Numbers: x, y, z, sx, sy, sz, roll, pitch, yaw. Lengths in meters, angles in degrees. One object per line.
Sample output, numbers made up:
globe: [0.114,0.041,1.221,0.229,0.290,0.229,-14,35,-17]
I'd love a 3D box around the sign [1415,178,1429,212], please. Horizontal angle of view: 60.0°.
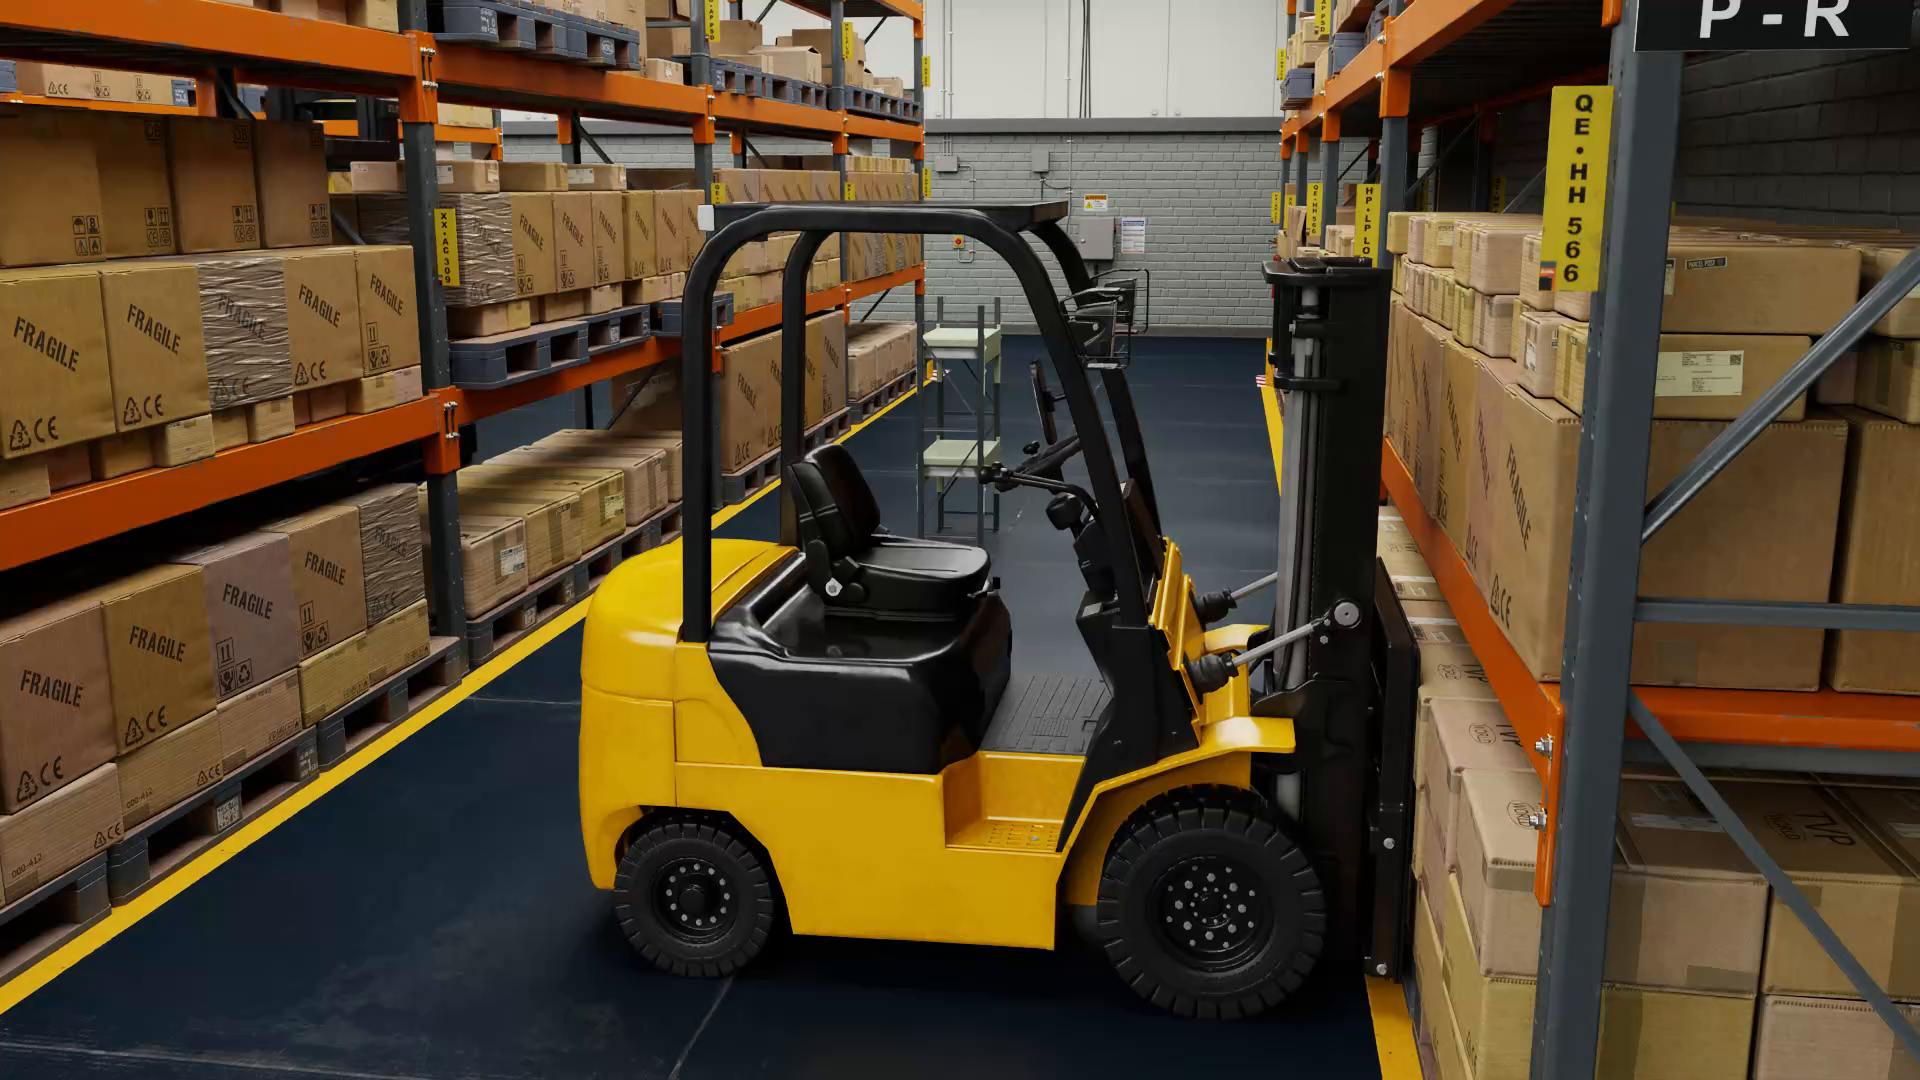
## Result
sign: [3.927,-2.911,14.130,0.100,0.325,0.005,2,12,9]

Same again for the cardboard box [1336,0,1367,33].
cardboard box: [2.411,-3.156,9.424,0.500,0.500,0.500,2,12,9]

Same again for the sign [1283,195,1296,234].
sign: [2.841,-2.801,14.315,0.100,0.325,0.005,2,12,9]

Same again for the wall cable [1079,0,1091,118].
wall cable: [3.174,-7.376,23.269,2.988,3.039,0.133,2,12,9]

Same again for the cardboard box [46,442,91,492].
cardboard box: [-2.898,-0.234,5.055,0.380,0.149,0.250,2,12,11]

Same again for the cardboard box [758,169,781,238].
cardboard box: [-1.663,-2.532,12.513,0.500,0.500,0.500,2,12,10]

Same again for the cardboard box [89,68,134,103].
cardboard box: [-6.628,-3.558,12.527,0.500,0.500,0.500,2,12,9]

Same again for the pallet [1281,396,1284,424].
pallet: [3.485,-1.141,15.289,1.003,0.211,1.213,2,12,9]

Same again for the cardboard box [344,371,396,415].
cardboard box: [-2.537,-0.605,6.776,0.380,0.149,0.250,2,12,10]

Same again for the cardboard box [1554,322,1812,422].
cardboard box: [1.309,-0.311,3.039,0.380,0.149,0.250,2,12,9]

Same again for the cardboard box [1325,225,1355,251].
cardboard box: [2.423,-1.838,10.126,0.380,0.149,0.250,2,12,10]

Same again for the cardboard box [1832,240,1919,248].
cardboard box: [1.898,-0.491,3.171,0.380,0.149,0.250,2,12,11]

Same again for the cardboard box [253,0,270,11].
cardboard box: [-2.731,-1.969,5.988,0.380,0.149,0.250,1,12,7]

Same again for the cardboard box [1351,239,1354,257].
cardboard box: [2.002,-1.303,7.644,0.380,0.149,0.250,1,12,7]

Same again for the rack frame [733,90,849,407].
rack frame: [-1.527,-2.522,15.075,1.000,3.000,0.127,2,12,9]

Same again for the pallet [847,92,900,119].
pallet: [-1.201,-4.368,16.732,1.003,0.211,1.213,2,12,9]

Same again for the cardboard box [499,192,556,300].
cardboard box: [-2.325,-1.449,8.155,0.500,0.500,0.500,2,12,9]

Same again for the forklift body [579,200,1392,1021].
forklift body: [0.022,0.097,4.936,2.313,2.155,1.214,2,12,9]

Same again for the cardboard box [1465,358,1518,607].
cardboard box: [1.438,-0.131,3.745,0.500,0.500,0.500,2,12,10]

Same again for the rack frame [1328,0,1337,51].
rack frame: [2.763,-4.462,9.837,1.000,3.000,0.127,2,12,9]

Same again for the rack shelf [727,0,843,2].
rack shelf: [-1.834,-4.491,12.629,1.077,0.370,4.000,2,12,9]

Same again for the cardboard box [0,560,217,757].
cardboard box: [-2.811,0.371,5.400,0.500,0.500,0.500,2,12,10]

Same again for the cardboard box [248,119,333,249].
cardboard box: [-3.039,-1.455,6.808,0.700,0.500,0.500,2,12,8]

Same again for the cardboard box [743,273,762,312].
cardboard box: [-1.757,-1.817,12.160,0.500,0.250,0.500,2,12,7]

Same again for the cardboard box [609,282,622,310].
cardboard box: [-2.120,-1.371,9.333,0.380,0.149,0.250,1,12,7]

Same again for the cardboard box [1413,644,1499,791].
cardboard box: [1.436,0.469,4.356,0.500,0.250,0.500,2,12,9]

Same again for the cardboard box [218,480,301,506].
cardboard box: [-3.115,0.030,6.985,0.500,0.500,0.500,2,12,11]

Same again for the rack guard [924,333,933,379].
rack guard: [-0.908,-2.138,19.225,1.175,0.500,0.348,2,12,9]

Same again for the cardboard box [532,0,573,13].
cardboard box: [-2.194,-2.669,7.997,0.500,0.250,0.500,2,12,8]

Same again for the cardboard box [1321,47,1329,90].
cardboard box: [2.602,-3.037,10.701,0.500,0.250,0.500,1,12,7]

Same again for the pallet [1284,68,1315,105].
pallet: [3.052,-3.387,12.414,1.213,0.211,1.003,2,12,9]

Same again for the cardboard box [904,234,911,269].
cardboard box: [-0.816,-3.190,17.940,0.500,0.500,0.500,2,12,7]

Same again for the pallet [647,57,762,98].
pallet: [-2.095,-3.199,11.545,1.213,0.211,1.003,2,12,11]

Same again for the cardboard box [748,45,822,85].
cardboard box: [-1.455,-3.960,13.841,0.500,0.311,0.500,2,12,9]

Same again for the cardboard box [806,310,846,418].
cardboard box: [-1.543,-1.557,14.644,0.875,0.875,0.875,2,12,10]

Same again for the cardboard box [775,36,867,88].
cardboard box: [-1.351,-4.575,16.001,0.797,0.503,0.637,3,12,13]

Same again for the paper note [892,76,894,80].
paper note: [-0.660,-4.572,16.461,0.006,0.032,0.123,2,12,9]

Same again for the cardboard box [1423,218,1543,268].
cardboard box: [1.670,-0.935,5.229,0.380,0.149,0.250,2,12,8]

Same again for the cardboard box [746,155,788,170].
cardboard box: [-1.794,-3.451,15.236,0.380,0.149,0.250,2,12,7]

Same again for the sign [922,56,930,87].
sign: [-0.378,-5.194,18.443,0.100,0.325,0.005,2,12,9]

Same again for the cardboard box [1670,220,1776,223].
cardboard box: [2.169,-0.866,4.909,0.380,0.149,0.250,2,12,8]

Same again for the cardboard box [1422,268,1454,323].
cardboard box: [1.614,-0.739,5.026,0.380,0.149,0.250,1,12,7]

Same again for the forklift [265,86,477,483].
forklift: [-4.668,-1.801,11.895,1.130,2.935,3.031,2,12,9]

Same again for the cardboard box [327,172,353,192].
cardboard box: [-6.123,-3.430,15.974,0.500,0.500,0.500,2,12,10]

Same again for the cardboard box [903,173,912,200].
cardboard box: [-0.802,-3.674,17.812,0.500,0.500,0.500,2,12,9]

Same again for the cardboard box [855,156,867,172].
cardboard box: [-1.102,-3.592,15.891,0.380,0.149,0.250,2,12,8]

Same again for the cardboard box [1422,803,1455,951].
cardboard box: [1.387,0.815,3.934,0.500,0.250,0.500,2,12,8]

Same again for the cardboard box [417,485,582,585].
cardboard box: [-2.572,-0.036,8.782,0.950,0.372,0.625,3,12,12]

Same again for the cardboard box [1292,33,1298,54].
cardboard box: [2.847,-3.948,13.227,0.380,0.149,0.250,2,12,8]

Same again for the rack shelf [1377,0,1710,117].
rack shelf: [1.840,-1.395,4.433,1.077,0.370,4.000,2,12,9]

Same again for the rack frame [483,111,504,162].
rack frame: [-5.818,-3.494,19.585,1.000,3.000,0.127,2,12,9]

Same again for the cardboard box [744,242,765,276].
cardboard box: [-1.740,-2.065,12.126,0.500,0.250,0.500,2,12,10]

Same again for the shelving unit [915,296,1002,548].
shelving unit: [-0.001,-0.732,10.329,0.431,1.500,0.755,2,12,9]

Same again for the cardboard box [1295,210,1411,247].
cardboard box: [2.831,-2.131,12.018,0.797,0.503,0.637,2,12,7]

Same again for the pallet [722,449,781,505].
pallet: [-1.946,-0.488,12.255,1.003,0.211,1.213,2,12,9]

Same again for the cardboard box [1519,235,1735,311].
cardboard box: [1.400,-0.564,3.508,0.380,0.149,0.250,2,12,10]
